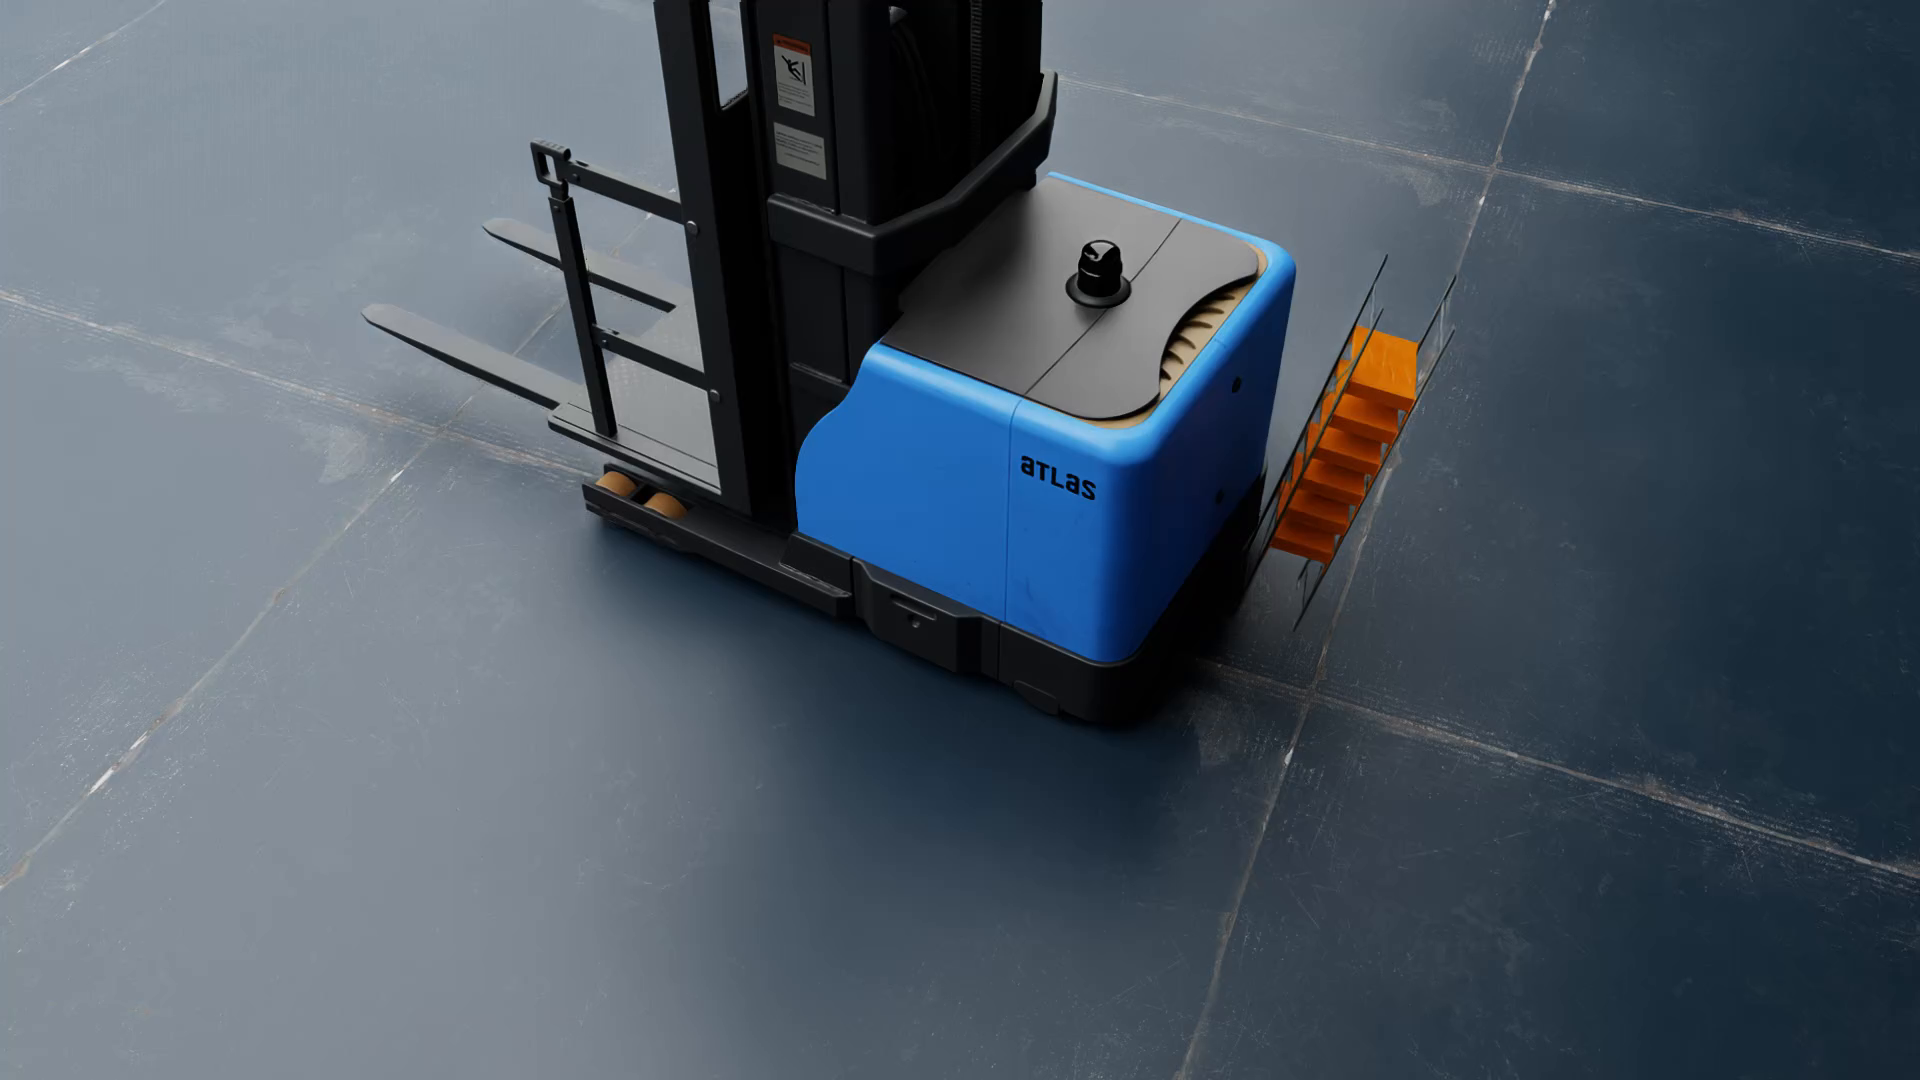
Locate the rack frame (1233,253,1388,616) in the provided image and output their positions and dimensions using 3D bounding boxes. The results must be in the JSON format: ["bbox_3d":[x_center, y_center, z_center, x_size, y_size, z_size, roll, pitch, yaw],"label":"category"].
[{"bbox_3d":[0.957,-0.255,4.620,0.006,1.200,0.240,17,46,1],"label":"rack frame"}]

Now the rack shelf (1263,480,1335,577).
[{"bbox_3d":[0.991,-0.039,4.823,0.180,0.103,0.258,17,46,1],"label":"rack shelf"}]

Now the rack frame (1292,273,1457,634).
[{"bbox_3d":[1.133,-0.202,4.617,0.006,1.200,0.240,17,46,1],"label":"rack frame"}]

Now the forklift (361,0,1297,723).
[{"bbox_3d":[-0.595,-1.316,4.494,3.031,2.935,1.130,23,49,21],"label":"forklift"}]

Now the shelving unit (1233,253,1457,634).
[{"bbox_3d":[1.045,-0.228,4.618,0.189,1.200,0.258,17,46,1],"label":"shelving unit"}]

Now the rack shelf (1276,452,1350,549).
[{"bbox_3d":[1.014,-0.119,4.737,0.180,0.103,0.258,17,46,1],"label":"rack shelf"}]

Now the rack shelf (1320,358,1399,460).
[{"bbox_3d":[1.082,-0.358,4.477,0.180,0.103,0.258,17,46,1],"label":"rack shelf"}]

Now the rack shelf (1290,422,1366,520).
[{"bbox_3d":[1.037,-0.199,4.650,0.180,0.103,0.258,17,46,1],"label":"rack shelf"}]

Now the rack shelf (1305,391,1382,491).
[{"bbox_3d":[1.059,-0.278,4.564,0.180,0.103,0.258,17,46,1],"label":"rack shelf"}]

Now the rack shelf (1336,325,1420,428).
[{"bbox_3d":[1.105,-0.438,4.390,0.180,0.103,0.258,17,46,1],"label":"rack shelf"}]
